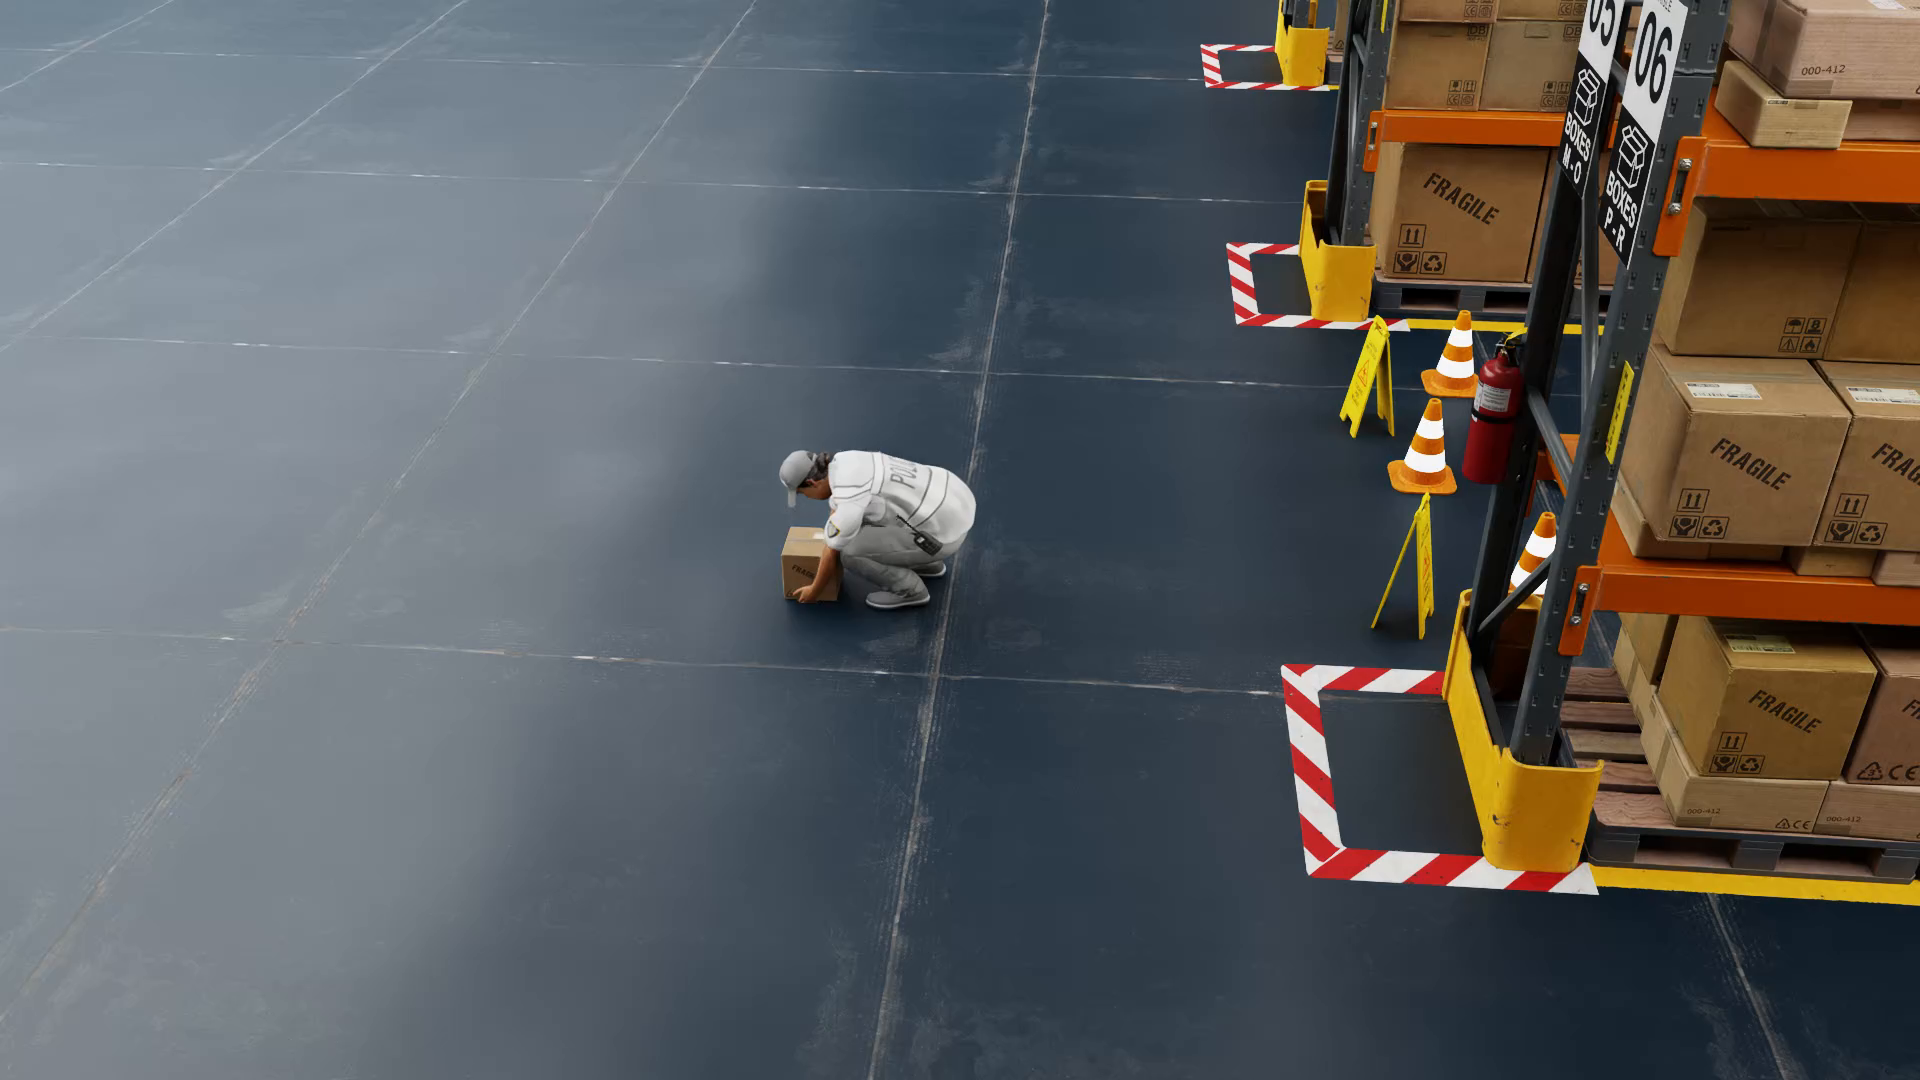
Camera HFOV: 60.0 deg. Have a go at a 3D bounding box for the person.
[{"bbox_3d":[-0.374,-0.071,7.749,0.886,0.808,0.514,2,32,4],"label":"person"}]
